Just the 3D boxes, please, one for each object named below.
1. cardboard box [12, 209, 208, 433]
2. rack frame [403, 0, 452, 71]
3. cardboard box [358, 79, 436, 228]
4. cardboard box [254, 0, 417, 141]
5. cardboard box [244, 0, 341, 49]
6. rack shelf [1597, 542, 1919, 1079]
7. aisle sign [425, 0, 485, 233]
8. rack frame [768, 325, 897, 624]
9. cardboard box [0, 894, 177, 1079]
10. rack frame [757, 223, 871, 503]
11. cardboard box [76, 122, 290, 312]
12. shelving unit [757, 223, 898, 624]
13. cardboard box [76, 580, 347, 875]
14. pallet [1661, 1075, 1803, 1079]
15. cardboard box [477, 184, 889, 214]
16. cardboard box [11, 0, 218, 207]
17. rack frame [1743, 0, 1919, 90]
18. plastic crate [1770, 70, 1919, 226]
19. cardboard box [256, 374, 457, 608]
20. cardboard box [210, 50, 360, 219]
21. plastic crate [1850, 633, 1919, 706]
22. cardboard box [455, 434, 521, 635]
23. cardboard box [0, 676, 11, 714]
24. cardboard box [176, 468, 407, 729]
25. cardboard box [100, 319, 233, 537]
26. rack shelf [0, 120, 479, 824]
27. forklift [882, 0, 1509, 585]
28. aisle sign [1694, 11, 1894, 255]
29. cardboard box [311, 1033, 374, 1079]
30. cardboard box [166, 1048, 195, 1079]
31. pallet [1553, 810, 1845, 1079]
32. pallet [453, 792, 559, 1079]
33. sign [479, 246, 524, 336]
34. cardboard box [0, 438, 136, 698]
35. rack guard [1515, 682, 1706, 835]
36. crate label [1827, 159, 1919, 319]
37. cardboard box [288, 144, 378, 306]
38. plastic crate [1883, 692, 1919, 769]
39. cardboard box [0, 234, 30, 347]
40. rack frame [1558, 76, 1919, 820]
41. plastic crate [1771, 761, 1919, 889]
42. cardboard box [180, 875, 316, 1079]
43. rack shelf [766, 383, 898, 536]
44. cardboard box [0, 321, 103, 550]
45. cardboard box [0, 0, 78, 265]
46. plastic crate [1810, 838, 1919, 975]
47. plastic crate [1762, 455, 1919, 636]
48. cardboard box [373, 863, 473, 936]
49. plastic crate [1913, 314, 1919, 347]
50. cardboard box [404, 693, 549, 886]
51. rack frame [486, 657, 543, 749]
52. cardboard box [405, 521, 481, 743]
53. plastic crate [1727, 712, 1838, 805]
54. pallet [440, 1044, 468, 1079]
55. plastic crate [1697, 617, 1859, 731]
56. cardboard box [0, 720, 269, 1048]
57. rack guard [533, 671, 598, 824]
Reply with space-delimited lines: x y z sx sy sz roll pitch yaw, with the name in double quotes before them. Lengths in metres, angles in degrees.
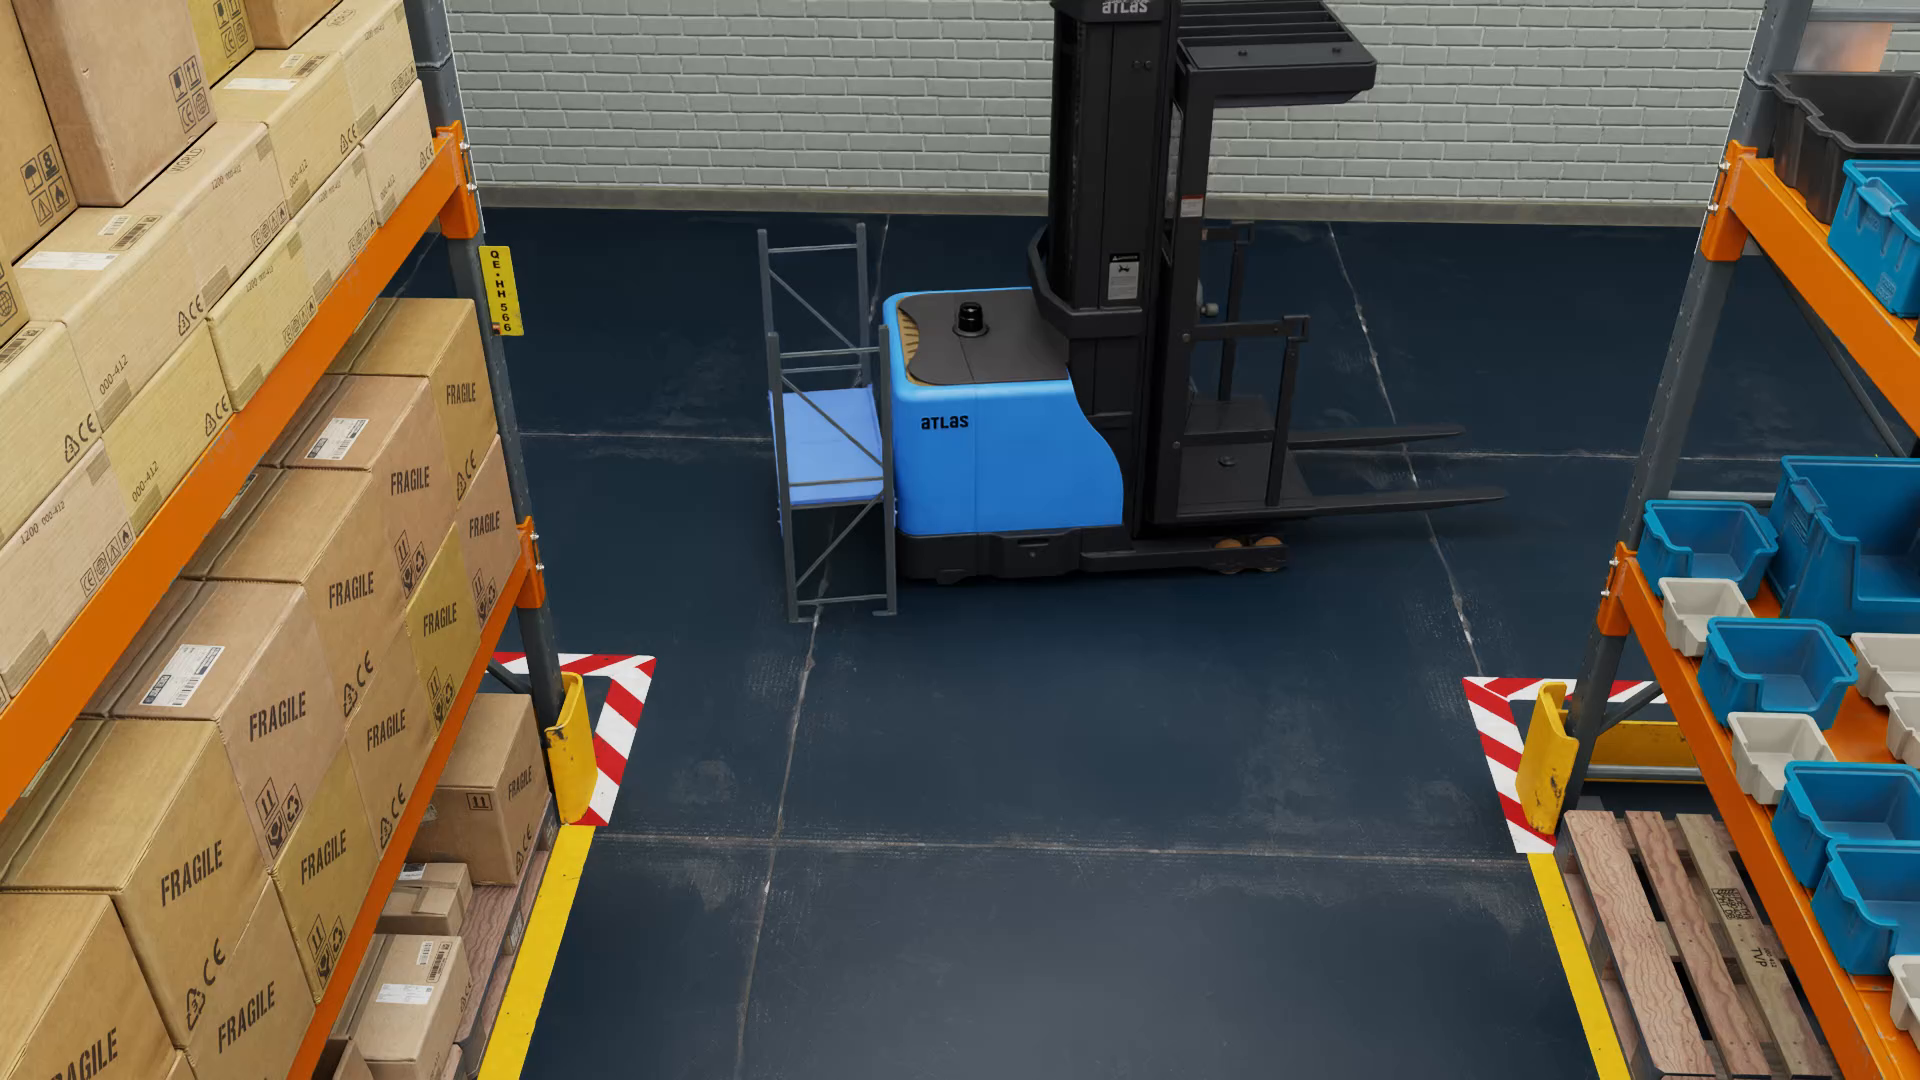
"cardboard box" -1.903 -0.456 3.377 0.500 0.250 0.500 1 35 2
"rack frame" -2.080 -2.703 4.270 1.000 3.000 0.127 1 35 2
"cardboard box" -1.838 -1.113 4.747 0.500 0.250 0.500 1 35 2
"cardboard box" -1.846 -1.318 4.604 0.500 0.250 0.500 1 35 2
"cardboard box" -2.085 -1.630 4.396 0.700 0.500 0.500 1 35 2
"rack shelf" 2.789 1.311 4.401 1.077 0.370 4.000 1 35 2
"aisle sign" -1.772 -1.344 5.293 0.394 0.787 0.004 1 35 2
"rack frame" -0.543 -0.253 7.306 0.500 1.500 0.032 -5 35 -7
"cardboard box" -1.921 1.039 3.207 0.500 0.500 0.500 0 35 0
"rack frame" -0.687 -0.832 8.130 0.500 1.500 0.032 -5 35 -7
"cardboard box" -1.890 -0.744 3.786 0.500 0.250 0.500 1 35 2
"shelving unit" -0.615 -0.543 7.718 0.538 1.500 1.048 -5 35 -7
"cardboard box" -1.880 0.447 4.049 0.500 0.500 0.500 2 35 3
"pallet" 2.745 2.181 4.963 1.003 0.211 1.213 1 35 2
"cardboard box" -3.488 -3.543 10.595 6.002 3.100 0.262 2 35 2
"cardboard box" -2.102 -1.055 3.578 0.700 0.500 0.500 1 35 2
"rack frame" 2.869 -2.587 4.104 1.000 3.000 0.127 1 35 2
"plastic crate" 2.575 -1.091 4.699 0.497 0.269 0.590 1 35 2
"cardboard box" -1.843 -0.146 4.893 0.500 0.500 0.500 2 35 3
"cardboard box" -1.866 -1.031 4.195 0.500 0.250 0.500 1 35 2
"plastic crate" 3.017 0.424 5.215 0.396 0.136 0.243 1 35 2
"cardboard box" -1.826 -0.026 5.591 0.500 0.500 0.500 2 35 3
"cardboard box" -1.950 0.323 2.704 0.500 0.250 0.500 1 35 2
"cardboard box" -1.859 0.152 4.469 0.500 0.500 0.500 2 35 3
"cardboard box" -1.912 -0.252 3.521 0.500 0.250 0.500 1 35 2
"rack shelf" -2.161 -0.032 3.704 1.077 0.370 4.000 1 35 2
"forklift" 1.160 -1.336 7.602 3.031 2.935 1.130 -3 35 -5
"aisle sign" 2.575 -1.244 5.150 0.394 0.787 0.004 1 35 2
"cardboard box" -2.171 1.811 4.852 0.797 0.503 0.637 1 35 2
"cardboard box" -2.147 0.693 4.568 1.079 0.500 3.026 2 35 3
"pallet" 2.797 1.482 5.958 1.003 0.211 1.213 1 35 2
"pallet" -2.114 1.394 6.083 1.003 0.211 1.213 1 35 2
"sign" -1.527 -0.827 5.537 0.100 0.325 0.005 1 35 2
"cardboard box" -1.929 0.036 3.112 0.500 0.250 0.500 1 35 2
"rack guard" 2.857 0.877 6.568 1.175 0.500 0.348 1 35 2
"crate label" 2.509 -0.776 4.266 0.408 0.251 0.502 1 35 2
"cardboard box" -1.869 -0.826 4.339 0.500 0.250 0.500 1 35 2
"plastic crate" 2.991 0.590 4.979 0.396 0.136 0.243 1 35 2
"cardboard box" -2.084 -0.479 2.758 0.700 0.500 0.500 1 35 2
"rack frame" 2.869 -0.132 5.829 1.000 3.000 0.127 1 35 2
"plastic crate" 2.477 0.803 4.593 0.416 0.233 0.300 1 35 2
"cardboard box" -1.909 1.140 3.932 0.500 0.500 0.500 1 35 2
"rack shelf" -0.615 -0.396 7.821 0.538 0.185 1.000 -5 35 -7
"cardboard box" -1.923 -0.169 2.968 0.500 0.250 0.500 1 35 2
"cardboard box" -2.216 -0.770 3.172 0.700 0.500 0.500 1 35 2
"plastic crate" 2.465 0.975 4.347 0.416 0.233 0.300 1 35 2
"plastic crate" 3.042 0.026 5.522 0.616 0.435 0.499 1 35 2
"cardboard box" -1.962 1.279 5.903 0.380 0.166 0.250 1 35 2
"plastic crate" 2.533 -0.463 3.745 0.504 0.338 0.767 1 35 2
"cardboard box" -1.856 0.912 6.135 0.500 0.500 0.500 1 35 2
"rack frame" -2.084 -0.249 5.995 0.949 2.616 0.053 1 35 2
"cardboard box" -1.844 0.272 5.167 0.500 0.500 0.500 2 35 2
"plastic crate" 2.407 0.658 4.883 0.250 0.136 0.298 1 35 2
"pallet" -2.166 2.093 5.088 1.003 0.211 1.213 1 35 2
"plastic crate" 2.504 0.424 5.131 0.416 0.233 0.300 1 35 2
"cardboard box" -1.900 0.744 3.627 0.500 0.500 0.500 0 35 0
"rack guard" -2.083 0.818 6.652 1.175 0.500 0.348 1 35 2
